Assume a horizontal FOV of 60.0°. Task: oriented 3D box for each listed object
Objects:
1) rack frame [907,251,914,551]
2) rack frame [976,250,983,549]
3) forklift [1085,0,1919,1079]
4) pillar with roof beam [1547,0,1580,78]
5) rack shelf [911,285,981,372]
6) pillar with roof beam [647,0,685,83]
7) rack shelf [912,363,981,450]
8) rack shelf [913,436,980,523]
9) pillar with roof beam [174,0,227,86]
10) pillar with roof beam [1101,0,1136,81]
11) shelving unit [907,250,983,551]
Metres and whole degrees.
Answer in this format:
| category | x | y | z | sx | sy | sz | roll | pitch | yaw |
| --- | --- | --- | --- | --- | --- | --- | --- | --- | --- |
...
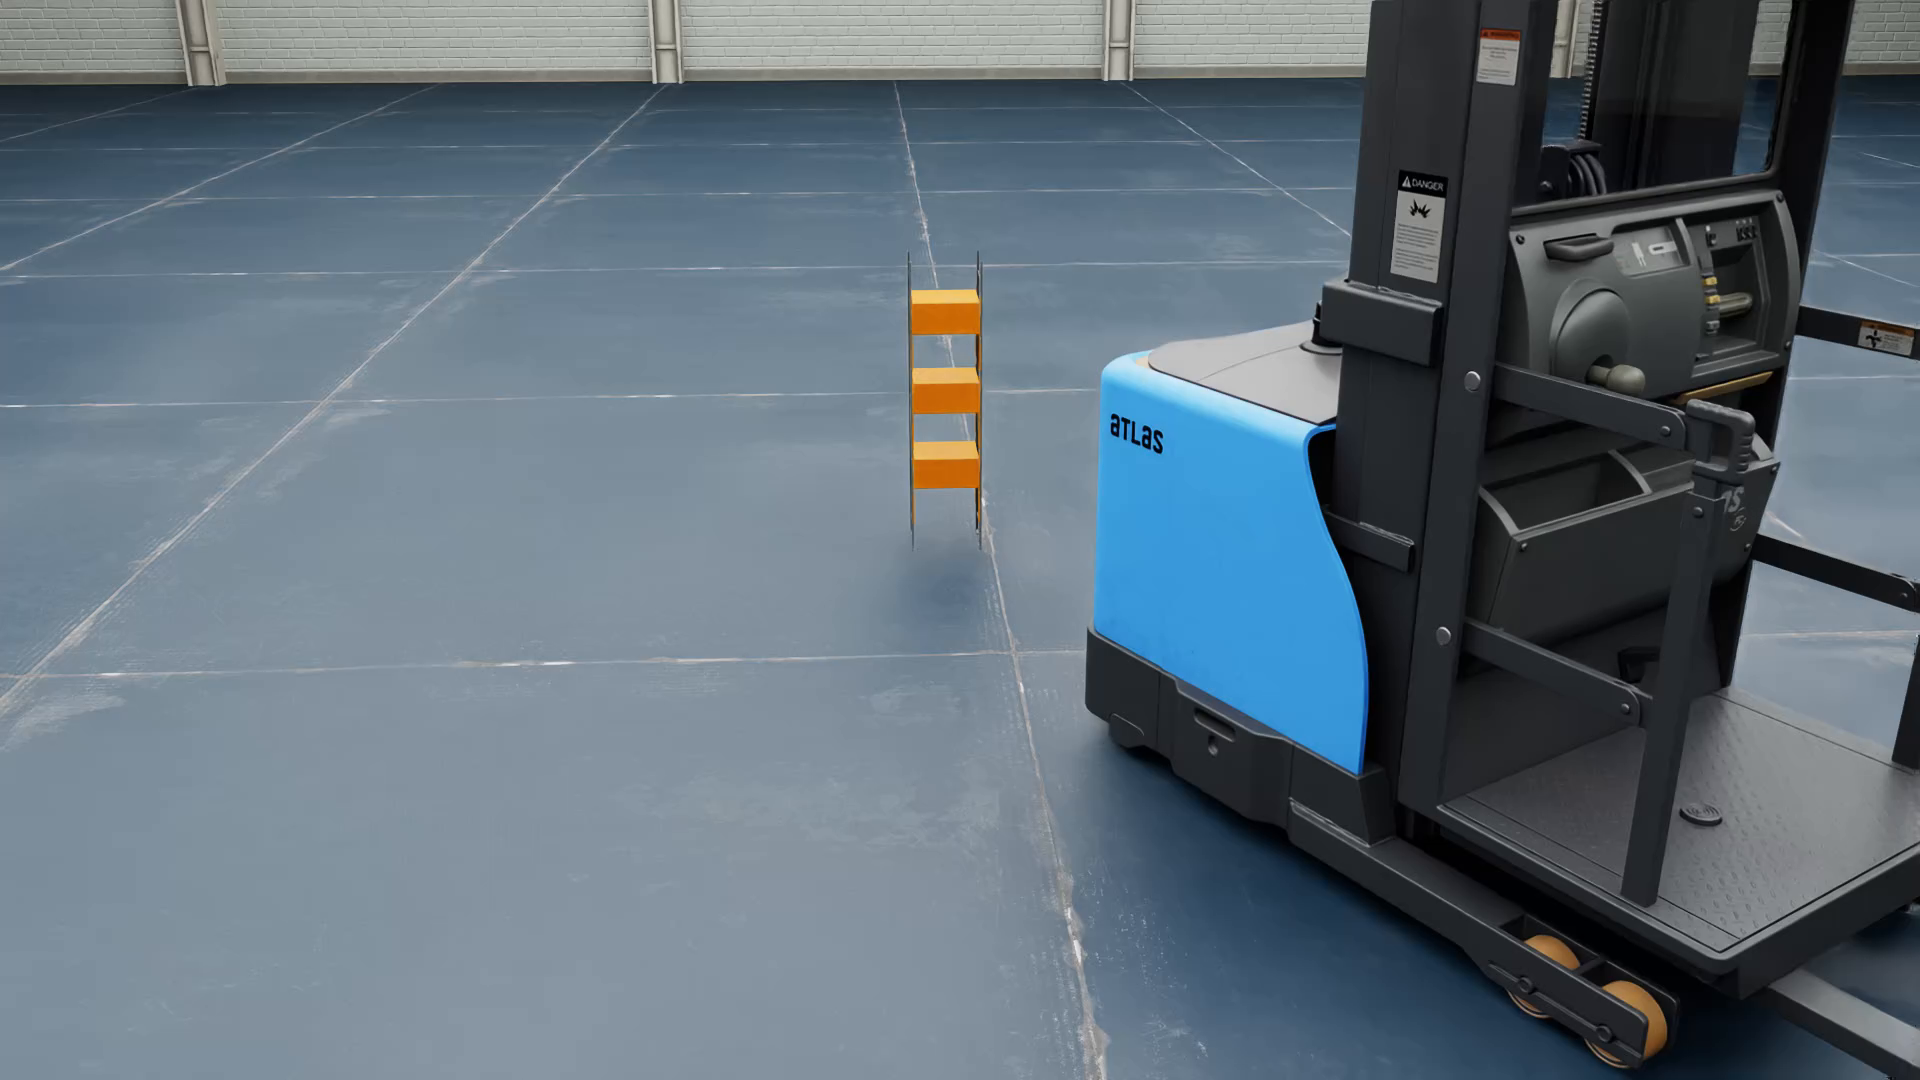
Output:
| category | x | y | z | sx | sy | sz | roll | pitch | yaw |
| --- | --- | --- | --- | --- | --- | --- | --- | --- | --- |
| rack frame | -0.175 | -0.487 | 5.925 | 0.008 | 1.050 | 0.200 | -1 | 21 | -3 |
| rack frame | 0.068 | -0.492 | 5.938 | 0.008 | 1.050 | 0.200 | -1 | 21 | -3 |
| forklift | 1.591 | -0.505 | 3.327 | 1.130 | 2.935 | 3.031 | -13 | 25 | -31 |
| pillar with roof beam | 8.353 | -9.013 | 17.148 | 0.400 | 9.000 | 9.100 | -1 | 21 | -3 |
| rack shelf | -0.053 | -0.745 | 5.834 | 0.240 | 0.259 | 0.215 | -1 | 21 | -3 |
| pillar with roof beam | -3.627 | -8.769 | 16.507 | 0.400 | 9.000 | 9.100 | -1 | 21 | -3 |
| rack shelf | -0.053 | -0.480 | 5.935 | 0.240 | 0.259 | 0.215 | -1 | 21 | -3 |
| rack shelf | -0.053 | -0.220 | 6.034 | 0.240 | 0.259 | 0.215 | -1 | 21 | -3 |
| pillar with roof beam | -9.618 | -8.648 | 16.187 | 0.400 | 9.000 | 9.100 | -1 | 21 | -3 |
| pillar with roof beam | 2.363 | -8.891 | 16.827 | 0.400 | 9.000 | 9.100 | -1 | 21 | -3 |
| shelving unit | -0.053 | -0.490 | 5.931 | 0.252 | 1.050 | 0.215 | -1 | 21 | -3 |
